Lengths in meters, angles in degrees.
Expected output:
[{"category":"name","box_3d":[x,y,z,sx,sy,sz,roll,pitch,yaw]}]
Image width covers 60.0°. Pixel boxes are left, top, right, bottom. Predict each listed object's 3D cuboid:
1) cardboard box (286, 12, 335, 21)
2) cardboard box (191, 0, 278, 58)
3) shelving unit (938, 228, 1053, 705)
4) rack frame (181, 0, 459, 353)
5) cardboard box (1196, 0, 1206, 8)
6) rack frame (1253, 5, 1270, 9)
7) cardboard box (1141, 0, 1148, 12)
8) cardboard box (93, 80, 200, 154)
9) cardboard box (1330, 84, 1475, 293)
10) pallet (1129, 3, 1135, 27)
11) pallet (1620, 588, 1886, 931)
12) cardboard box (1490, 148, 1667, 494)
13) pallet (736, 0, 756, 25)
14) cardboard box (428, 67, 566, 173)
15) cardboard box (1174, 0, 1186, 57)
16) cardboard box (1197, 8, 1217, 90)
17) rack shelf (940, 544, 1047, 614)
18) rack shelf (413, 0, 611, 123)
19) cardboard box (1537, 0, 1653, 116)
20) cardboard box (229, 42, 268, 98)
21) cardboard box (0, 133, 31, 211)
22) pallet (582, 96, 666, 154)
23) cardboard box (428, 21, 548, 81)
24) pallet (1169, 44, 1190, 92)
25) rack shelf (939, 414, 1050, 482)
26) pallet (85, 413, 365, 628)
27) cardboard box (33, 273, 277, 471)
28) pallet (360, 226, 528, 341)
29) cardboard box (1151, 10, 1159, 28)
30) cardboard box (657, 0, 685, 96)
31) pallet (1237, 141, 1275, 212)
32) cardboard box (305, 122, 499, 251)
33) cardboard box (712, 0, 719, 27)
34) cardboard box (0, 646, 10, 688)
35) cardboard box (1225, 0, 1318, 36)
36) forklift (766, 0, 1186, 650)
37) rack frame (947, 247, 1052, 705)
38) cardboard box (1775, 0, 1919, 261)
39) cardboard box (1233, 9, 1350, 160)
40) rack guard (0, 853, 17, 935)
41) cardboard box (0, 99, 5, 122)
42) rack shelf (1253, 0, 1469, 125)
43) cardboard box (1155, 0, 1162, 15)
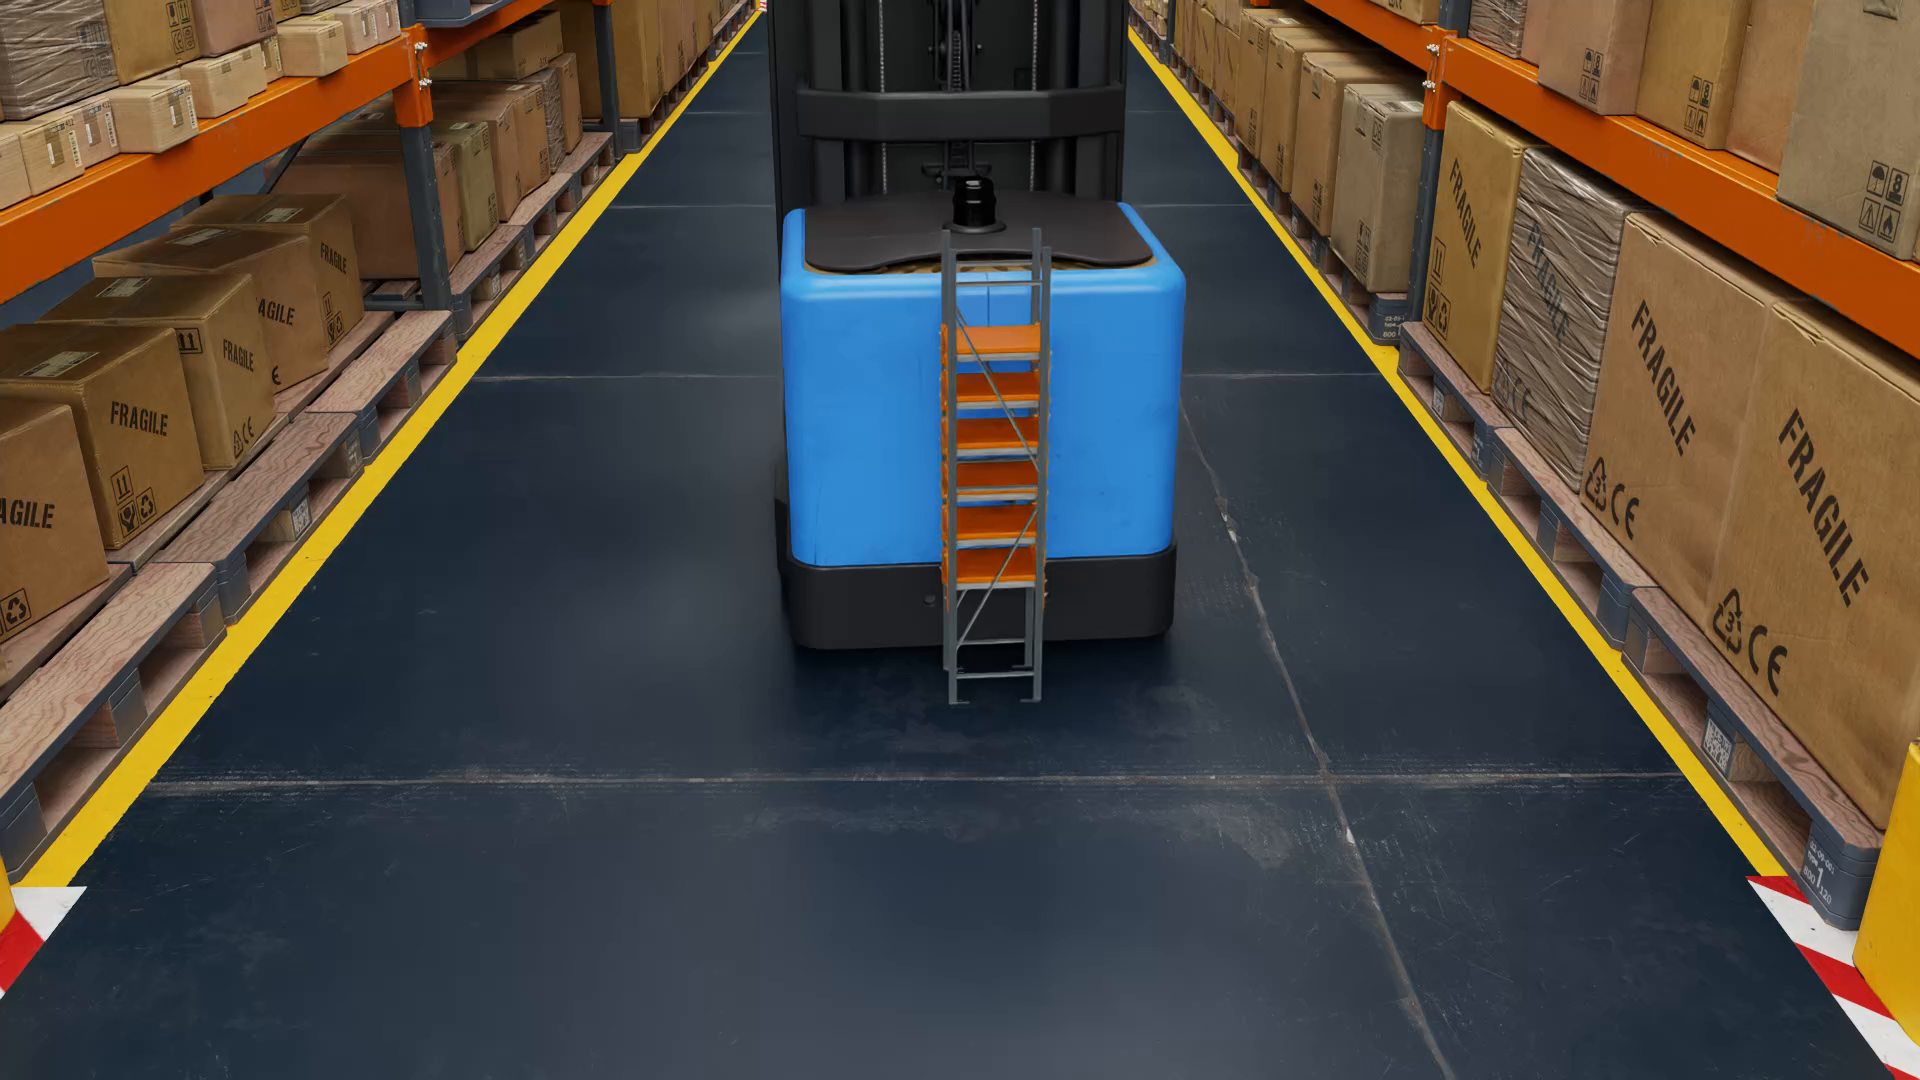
[{"category":"cardboard box","box_3d":[-2.384,-1.735,5.750,0.380,0.149,0.250,0,24,-1]},{"category":"cardboard box","box_3d":[-2.597,-1.726,4.945,0.875,0.500,0.500,0,24,-1]},{"category":"shelving unit","box_3d":[0.083,-0.161,4.151,0.258,1.200,0.189,-2,24,-4]},{"category":"rack frame","box_3d":[-2.616,-2.143,6.348,1.000,3.000,0.127,0,24,-1]},{"category":"cardboard box","box_3d":[2.011,-4.079,12.242,0.500,0.250,0.500,1,24,1]},{"category":"rack frame","box_3d":[2.301,-3.772,9.949,1.000,3.000,0.127,0,24,-1]},{"category":"cardboard box","box_3d":[1.930,-5.106,15.849,0.380,0.149,0.250,0,24,-1]},{"category":"cardboard box","box_3d":[-2.257,-1.117,4.385,0.380,0.149,0.250,0,24,-1]},{"category":"cardboard box","box_3d":[2.248,-1.545,7.247,1.050,0.750,0.750,0,24,-1]},{"category":"pallet","box_3d":[2.188,-5.431,17.003,1.003,0.211,1.213,0,24,-1]},{"category":"pallet","box_3d":[2.301,0.466,3.963,1.003,0.211,1.213,0,24,-1]},{"category":"cardboard box","box_3d":[2.295,-0.716,5.261,0.875,0.875,0.875,0,24,0]},{"category":"pallet","box_3d":[-2.660,-5.488,17.128,1.003,0.211,1.213,0,24,-1]},{"category":"cardboard box","box_3d":[-2.614,-2.348,9.301,0.700,0.500,0.500,-2,24,-5]},{"category":"cardboard box","box_3d":[2.000,-4.167,13.346,0.500,0.500,0.500,1,24,1]},{"category":"cardboard box","box_3d":[2.008,-3.526,11.930,0.500,0.500,0.500,-1,24,-3]},{"category":"rack shelf","box_3d":[0.083,0.098,4.268,0.258,0.103,0.180,-2,24,-4]},{"category":"rack shelf","box_3d":[-2.638,-2.639,8.318,1.077,0.370,4.000,0,24,-1]},{"category":"cardboard box","box_3d":[2.277,-1.590,4.944,0.875,0.550,0.550,0,24,-1]},{"category":"cardboard box","box_3d":[-2.356,-1.426,5.067,0.380,0.149,0.250,0,24,-1]},{"category":"cardboard box","box_3d":[-2.332,-0.808,3.701,0.380,0.149,0.250,0,24,-1]},{"category":"pallet","box_3d":[-2.593,-2.846,11.286,1.003,0.211,1.213,0,24,-1]},{"category":"cardboard box","box_3d":[-2.607,-2.700,9.169,0.500,0.250,0.500,2,24,5]},{"category":"pallet","box_3d":[2.267,-3.829,13.459,1.003,0.211,1.213,0,24,-1]},{"category":"rack shelf","box_3d":[0.083,-0.230,4.120,0.258,0.103,0.180,-2,24,-4]},{"category":"pallet","box_3d":[-2.557,-0.092,5.197,1.003,0.211,1.213,0,24,-1]},{"category":"cardboard box","box_3d":[-2.553,-0.539,5.325,0.500,0.500,0.500,-2,24,-5]},{"category":"pallet","box_3d":[-2.626,-1.193,7.632,1.003,0.211,1.213,0,24,-1]},{"category":"cardboard box","box_3d":[1.926,-4.688,14.926,0.380,0.149,0.250,-1,24,-2]},{"category":"cardboard box","box_3d":[-2.648,-3.666,11.785,1.225,0.875,0.875,0,24,0]},{"category":"pallet","box_3d":[2.234,-2.176,9.805,1.003,0.211,1.213,0,24,-1]},{"category":"cardboard box","box_3d":[-2.588,-1.654,7.767,0.700,0.500,0.500,0,24,-1]},{"category":"cardboard box","box_3d":[-2.631,-4.935,14.590,0.875,0.875,0.875,0,24,-1]},{"category":"cardboard box","box_3d":[-2.563,0.196,3.701,0.500,0.500,0.500,4,25,9]},{"category":"cardboard box","box_3d":[2.031,-3.446,10.844,0.500,0.250,0.500,-1,24,-2]},{"category":"forklift","box_3d":[-0.058,-1.613,5.260,1.130,2.935,3.031,-2,24,-4]},{"category":"rack frame","box_3d":[0.091,-0.124,4.068,0.240,1.200,0.006,-2,24,-4]},{"category":"cardboard box","box_3d":[2.311,-0.923,3.468,0.875,0.550,0.550,0,24,-1]},{"category":"cardboard box","box_3d":[2.218,-2.687,9.771,1.050,0.750,0.750,-1,24,-1]},{"category":"rack guard","box_3d":[-2.573,0.613,3.288,1.175,0.500,0.348,0,24,-1]},{"category":"cardboard box","box_3d":[-2.676,-1.108,3.577,0.875,0.500,0.500,0,24,-1]},{"category":"rack shelf","box_3d":[2.323,-2.620,8.275,1.077,0.370,4.000,0,24,-1]},{"category":"cardboard box","box_3d":[1.921,-4.688,14.564,0.380,0.149,0.250,-1,24,-3]}]
